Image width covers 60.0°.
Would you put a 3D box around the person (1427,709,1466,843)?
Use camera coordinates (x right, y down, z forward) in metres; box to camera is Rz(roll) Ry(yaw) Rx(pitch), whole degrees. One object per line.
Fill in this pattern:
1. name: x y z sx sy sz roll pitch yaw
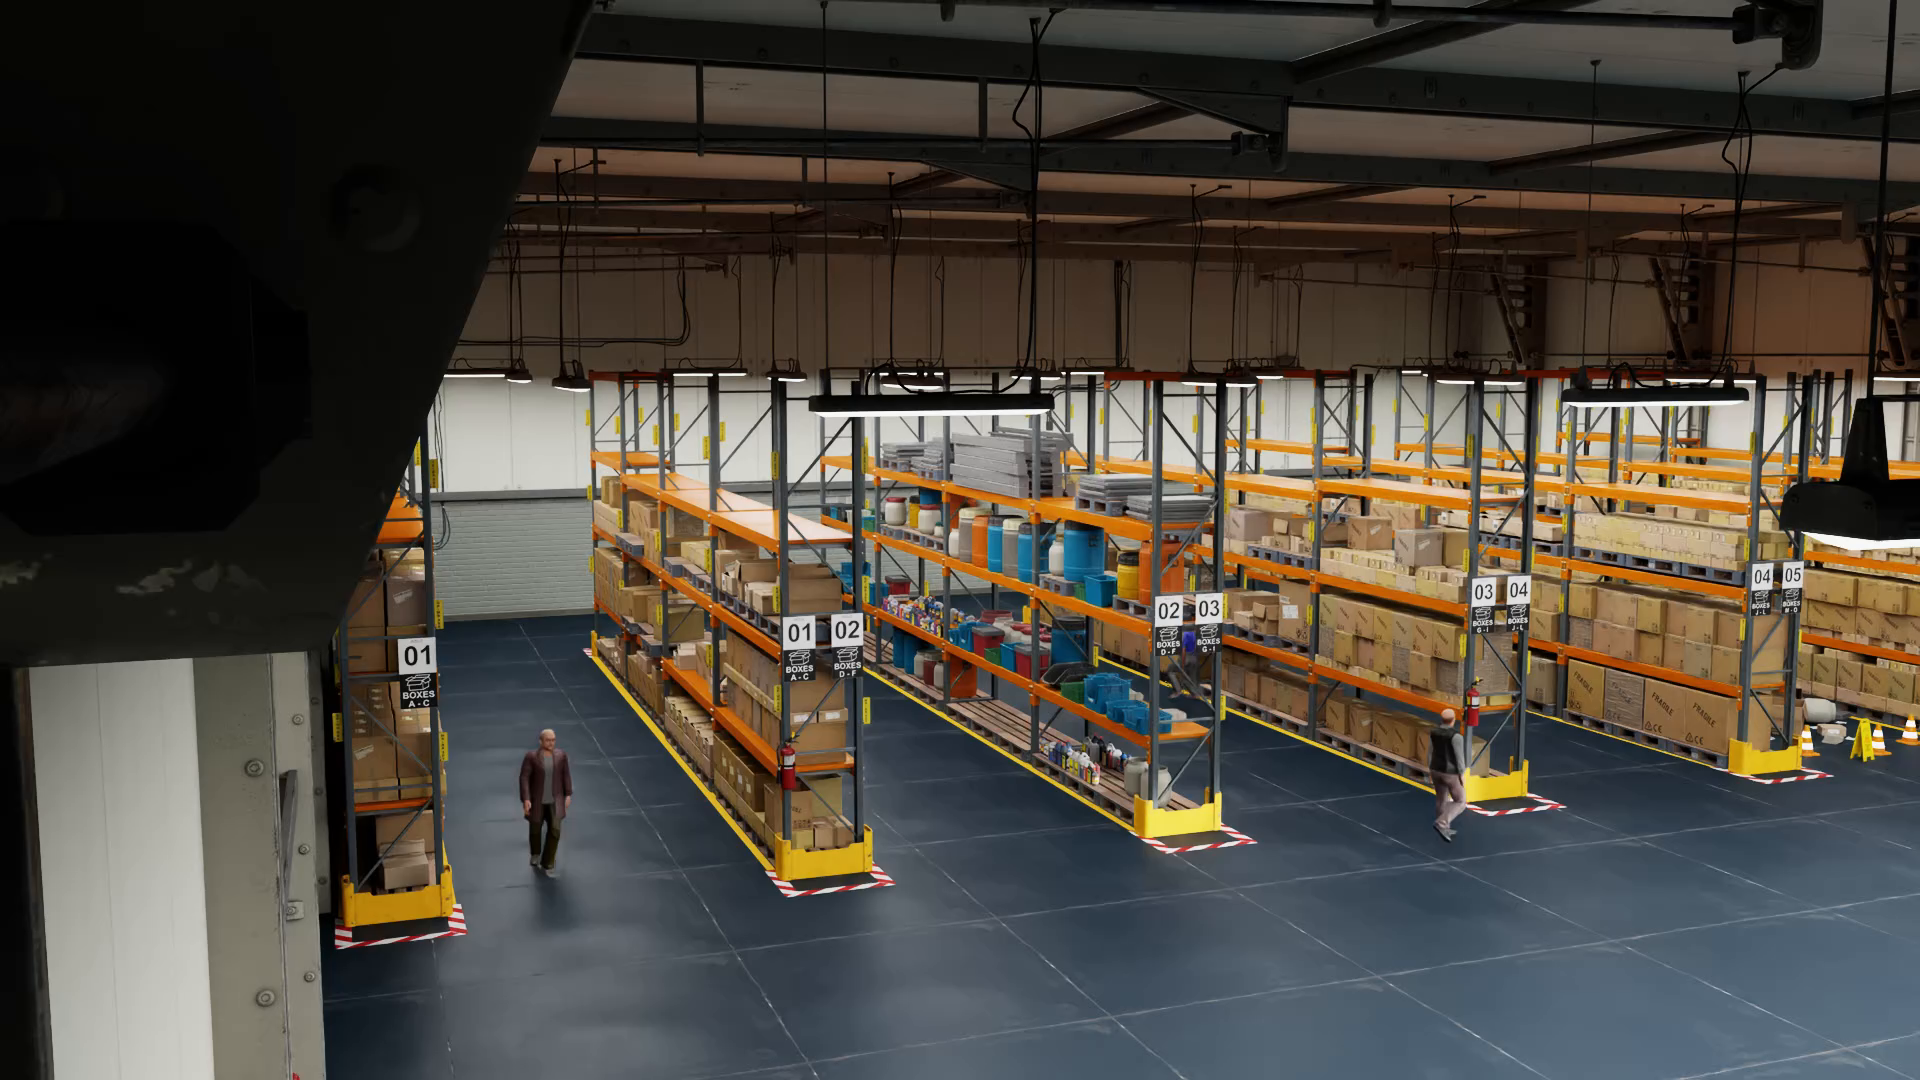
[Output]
1. person: 6.327 3.056 21.698 0.644 1.720 0.555 -5 8 -35

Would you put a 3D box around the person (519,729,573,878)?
1. person: -5.074 3.217 20.414 0.682 1.821 0.750 -3 7 -27

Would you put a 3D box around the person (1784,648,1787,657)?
1. person: 16.374 1.806 33.193 0.539 1.781 0.602 -3 7 -23

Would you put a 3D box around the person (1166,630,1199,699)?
1. person: 4.002 2.090 29.381 0.456 1.503 0.695 -4 7 -30
